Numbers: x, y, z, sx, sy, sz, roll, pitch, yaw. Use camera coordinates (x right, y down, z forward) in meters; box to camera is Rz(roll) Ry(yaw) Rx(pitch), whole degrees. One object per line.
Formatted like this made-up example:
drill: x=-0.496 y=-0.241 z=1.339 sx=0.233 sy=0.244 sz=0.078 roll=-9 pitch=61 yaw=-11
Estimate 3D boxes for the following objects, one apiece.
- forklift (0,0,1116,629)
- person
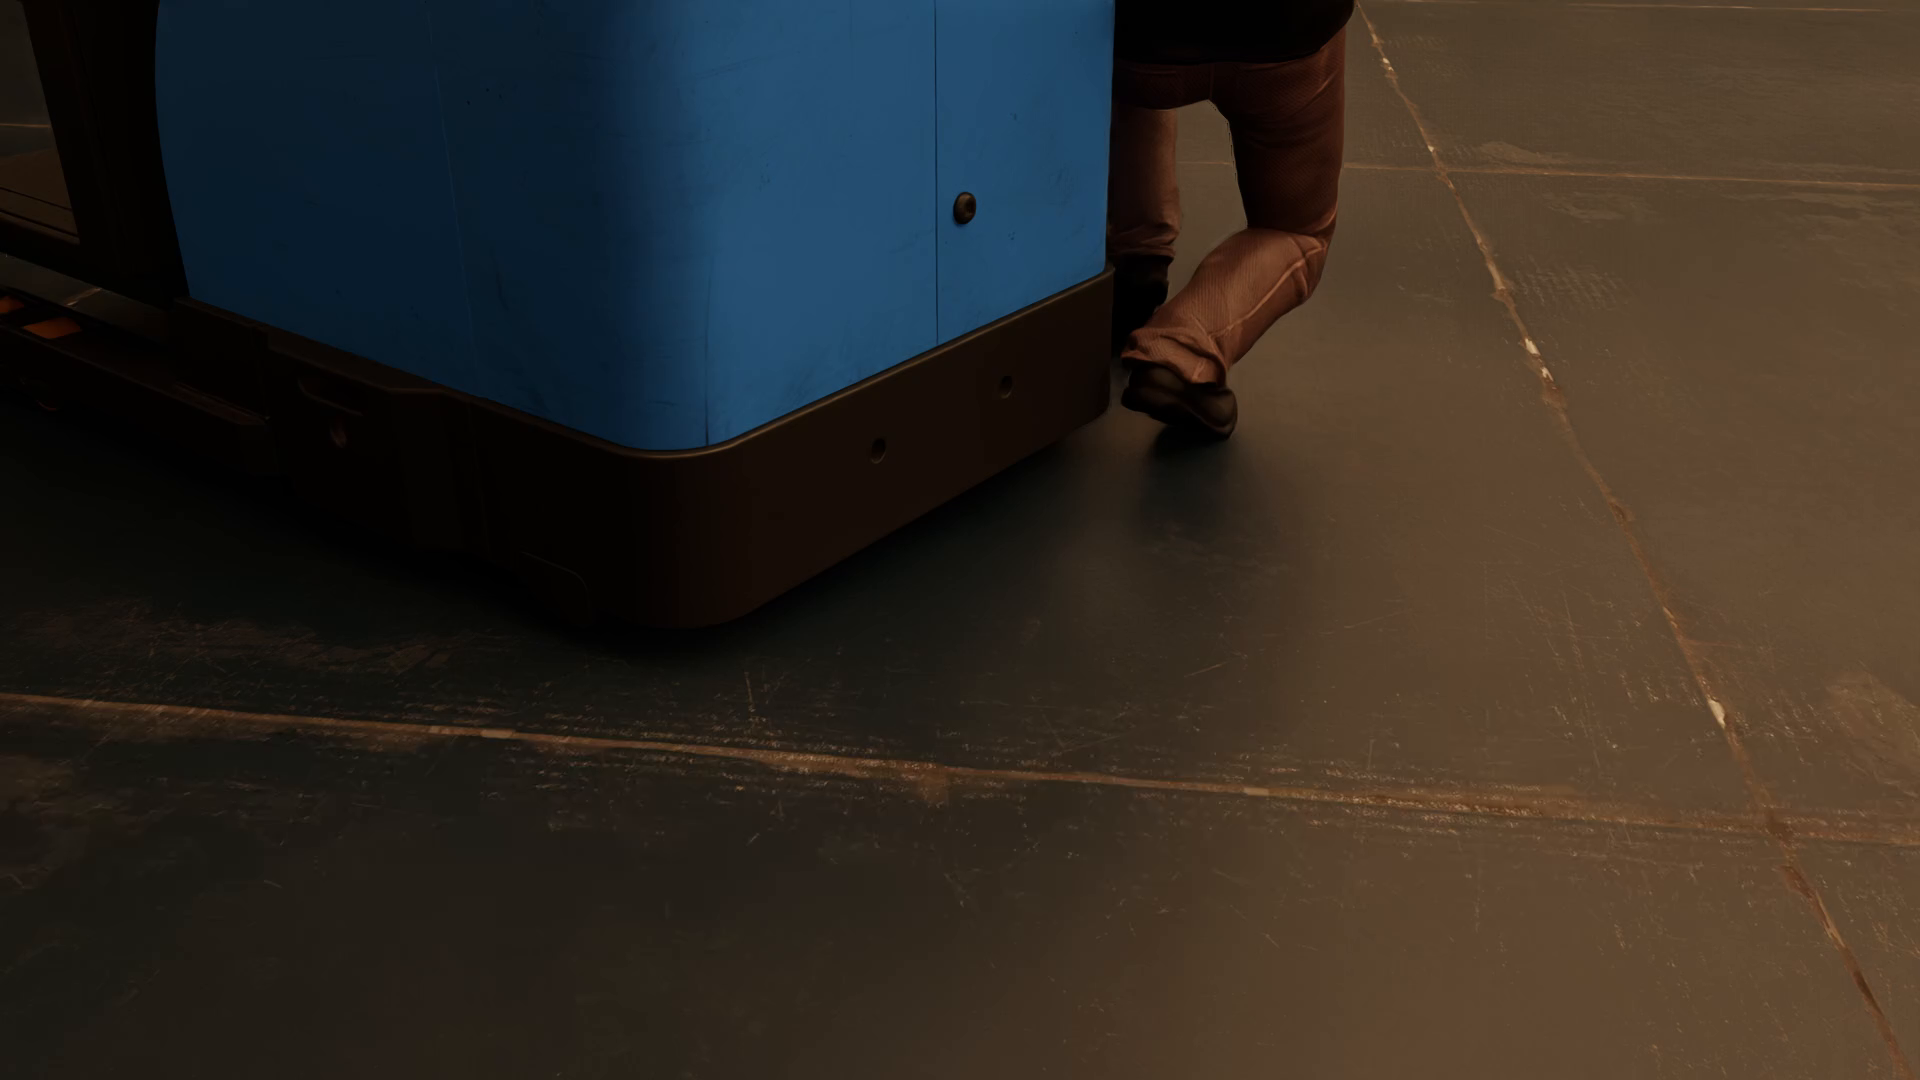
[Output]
forklift: x=-1.233 y=-1.707 z=2.638 sx=3.031 sy=2.935 sz=1.130 roll=19 pitch=32 yaw=33
person: x=0.143 y=-0.985 z=2.804 sx=1.065 sy=1.551 sz=0.873 roll=6 pitch=27 yaw=11
